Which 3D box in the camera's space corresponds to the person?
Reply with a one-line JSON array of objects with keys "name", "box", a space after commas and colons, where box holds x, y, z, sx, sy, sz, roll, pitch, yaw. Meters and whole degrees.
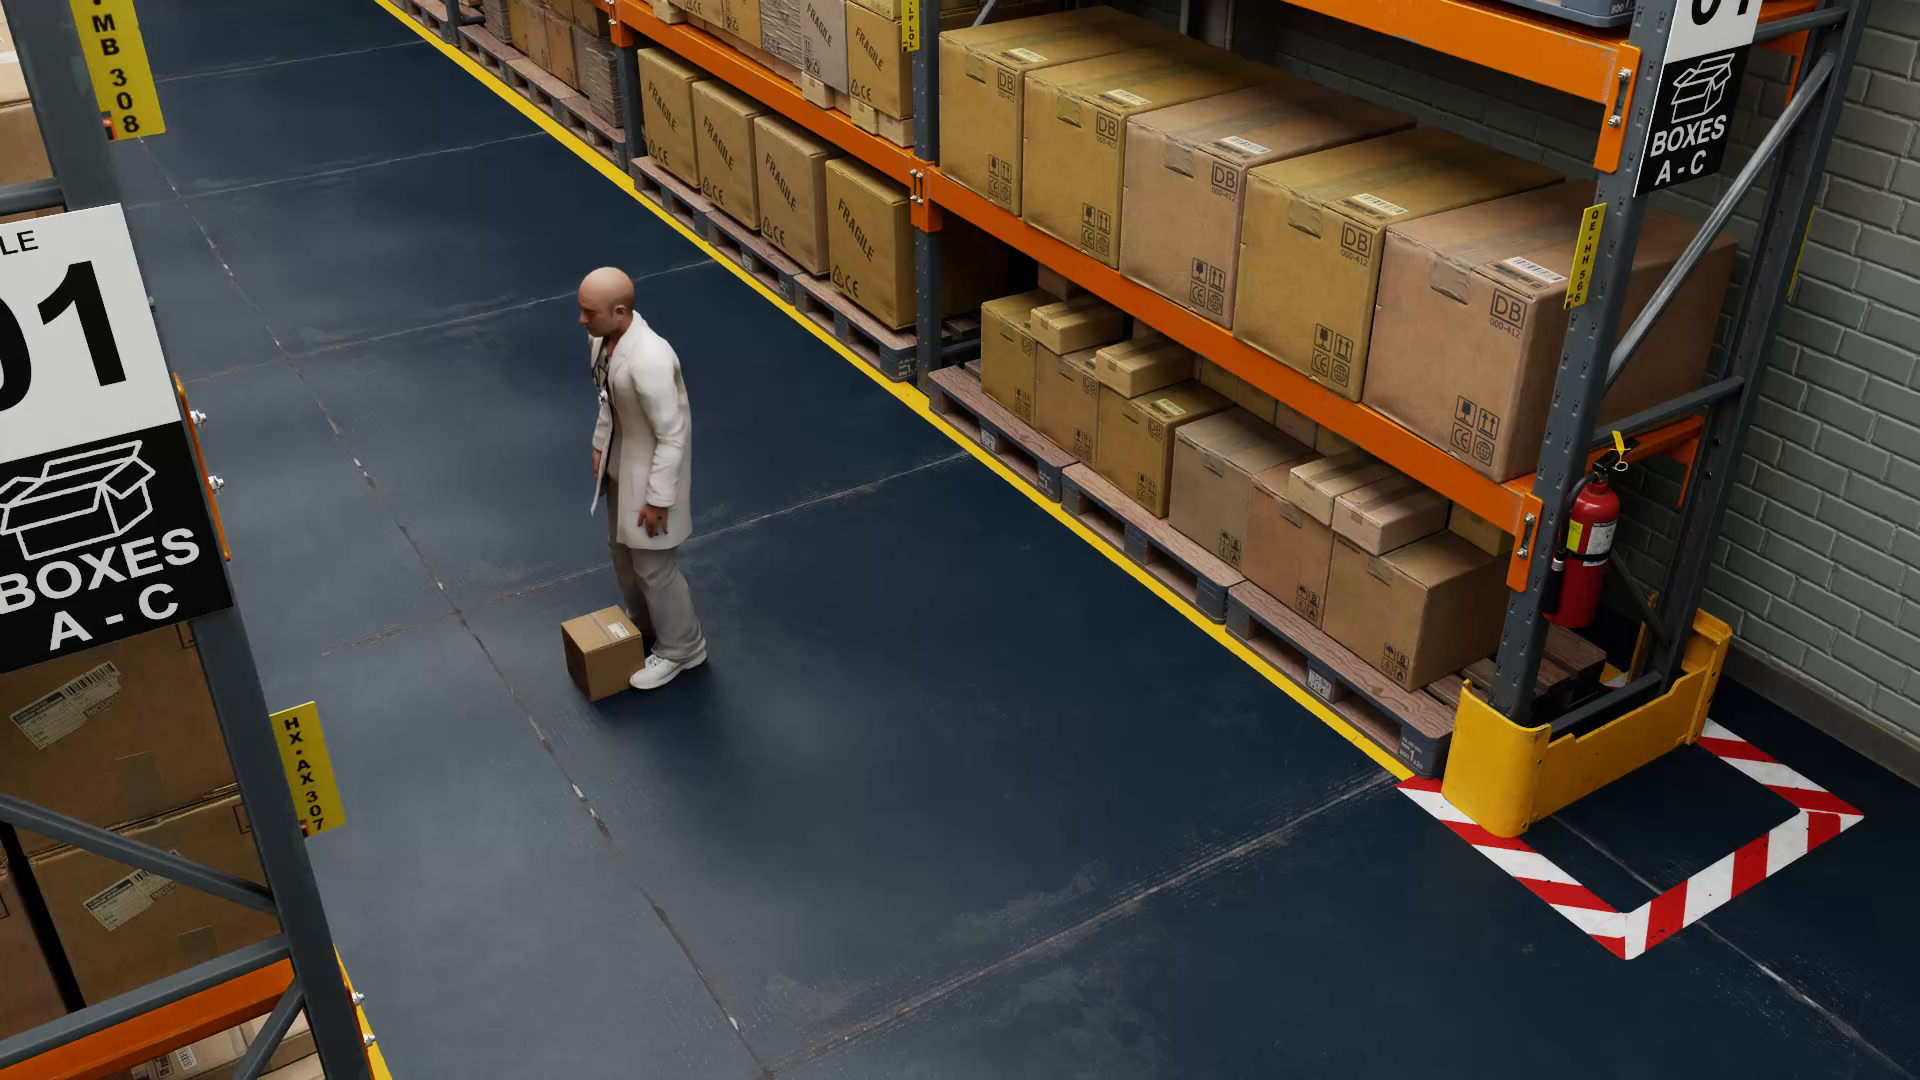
[{"name": "person", "box": [-1.268, -0.256, 6.559, 0.424, 1.774, 0.644, -19, 37, -27]}]
